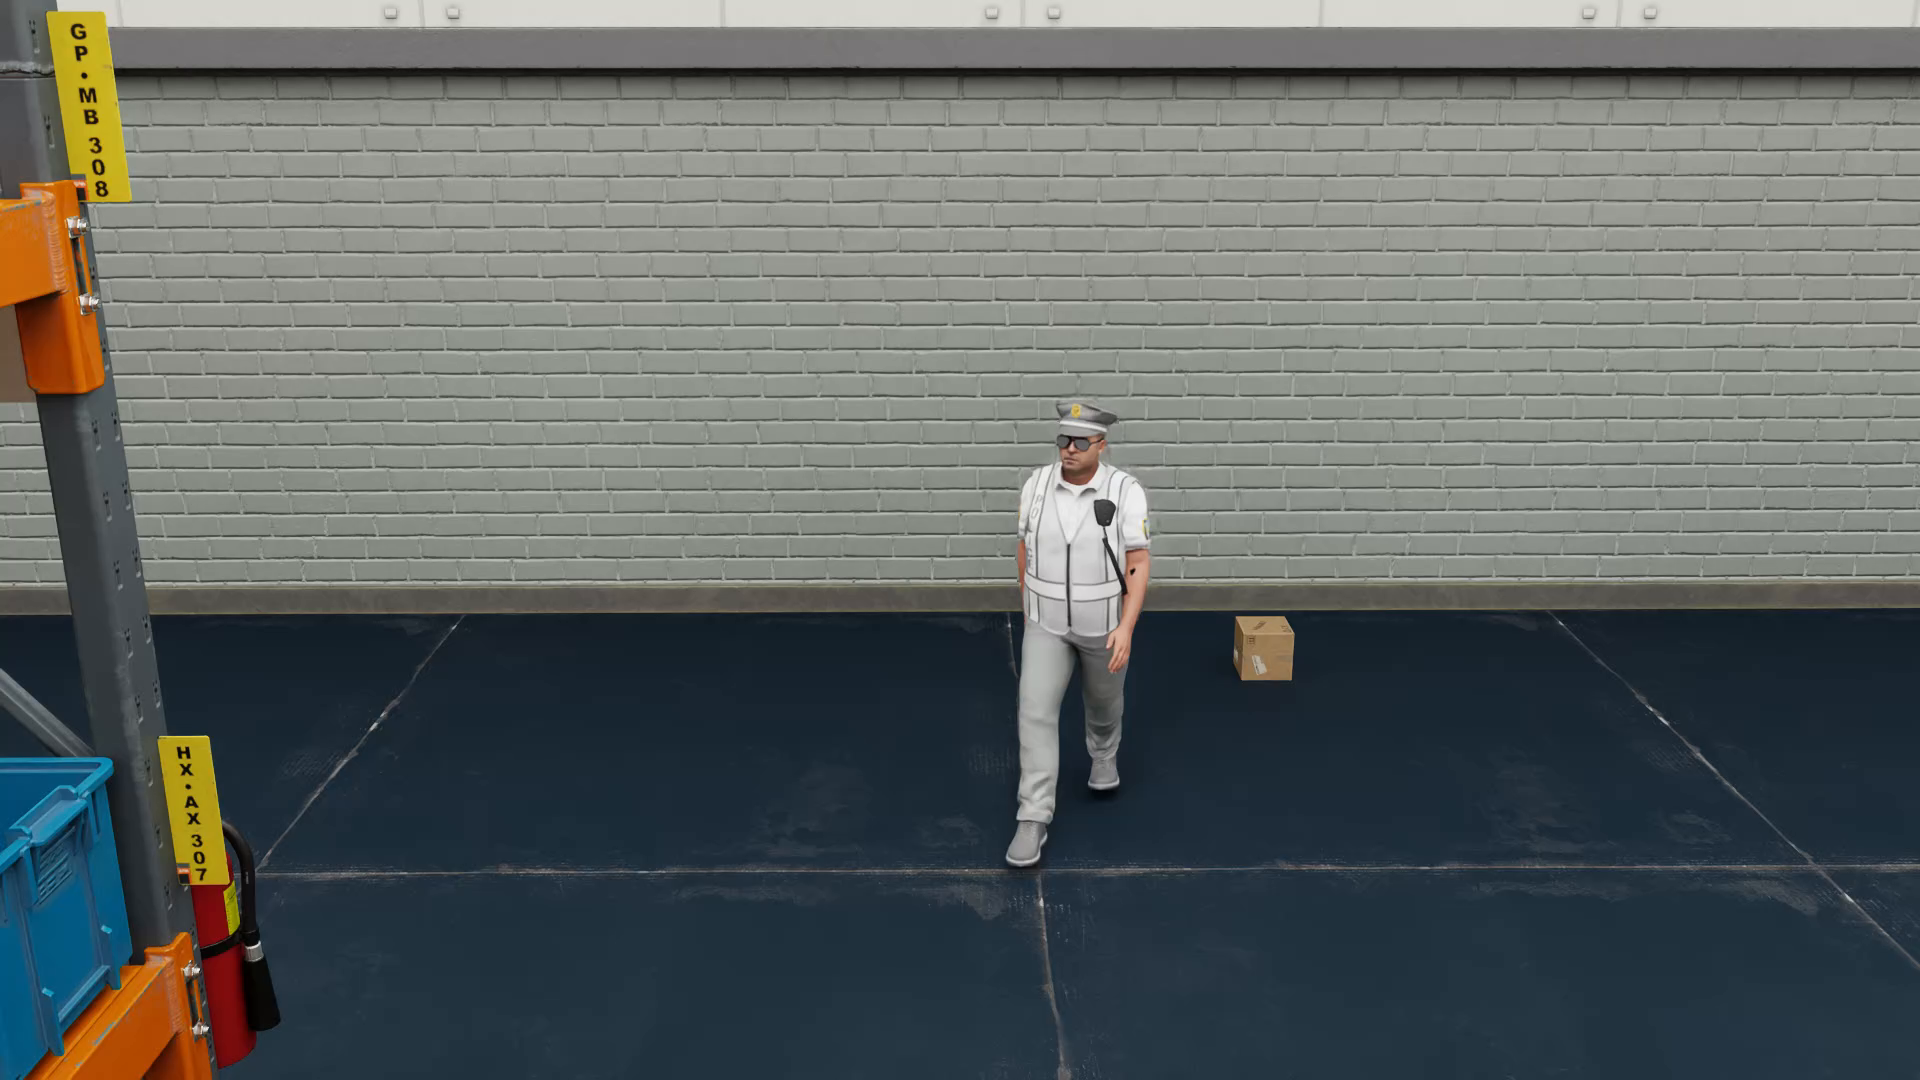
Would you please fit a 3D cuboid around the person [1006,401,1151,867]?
[{"bbox_3d":[0.455,0.300,6.464,0.547,1.706,1.061,4,17,13],"label":"person"}]
